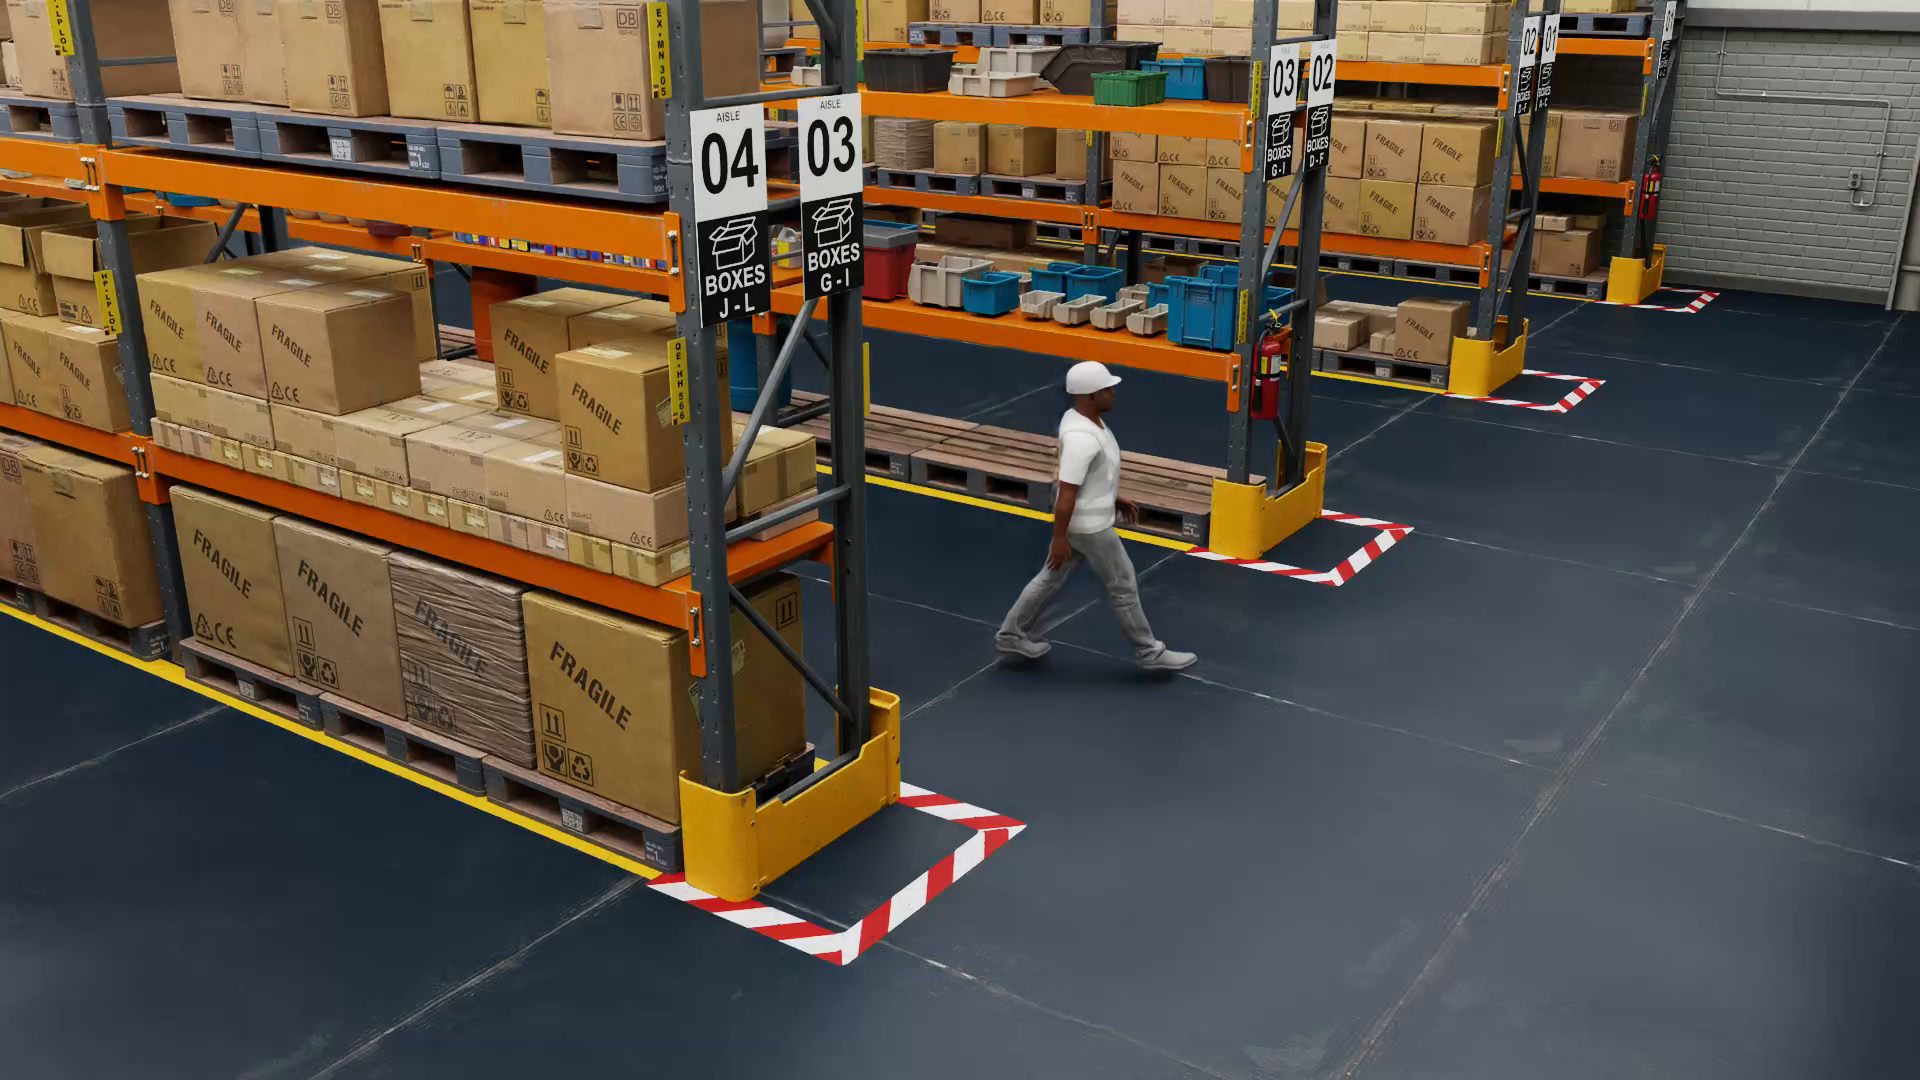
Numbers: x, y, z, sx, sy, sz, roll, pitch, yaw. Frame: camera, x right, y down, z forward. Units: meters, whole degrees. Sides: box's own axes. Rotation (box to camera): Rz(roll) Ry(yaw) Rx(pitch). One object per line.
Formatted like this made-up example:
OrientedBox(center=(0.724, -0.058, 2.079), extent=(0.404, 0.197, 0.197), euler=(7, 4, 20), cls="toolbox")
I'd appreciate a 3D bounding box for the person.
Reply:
OrientedBox(center=(0.739, -0.124, 8.882), extent=(1.090, 1.708, 0.610), euler=(-1, 20, -2), cls="person")
